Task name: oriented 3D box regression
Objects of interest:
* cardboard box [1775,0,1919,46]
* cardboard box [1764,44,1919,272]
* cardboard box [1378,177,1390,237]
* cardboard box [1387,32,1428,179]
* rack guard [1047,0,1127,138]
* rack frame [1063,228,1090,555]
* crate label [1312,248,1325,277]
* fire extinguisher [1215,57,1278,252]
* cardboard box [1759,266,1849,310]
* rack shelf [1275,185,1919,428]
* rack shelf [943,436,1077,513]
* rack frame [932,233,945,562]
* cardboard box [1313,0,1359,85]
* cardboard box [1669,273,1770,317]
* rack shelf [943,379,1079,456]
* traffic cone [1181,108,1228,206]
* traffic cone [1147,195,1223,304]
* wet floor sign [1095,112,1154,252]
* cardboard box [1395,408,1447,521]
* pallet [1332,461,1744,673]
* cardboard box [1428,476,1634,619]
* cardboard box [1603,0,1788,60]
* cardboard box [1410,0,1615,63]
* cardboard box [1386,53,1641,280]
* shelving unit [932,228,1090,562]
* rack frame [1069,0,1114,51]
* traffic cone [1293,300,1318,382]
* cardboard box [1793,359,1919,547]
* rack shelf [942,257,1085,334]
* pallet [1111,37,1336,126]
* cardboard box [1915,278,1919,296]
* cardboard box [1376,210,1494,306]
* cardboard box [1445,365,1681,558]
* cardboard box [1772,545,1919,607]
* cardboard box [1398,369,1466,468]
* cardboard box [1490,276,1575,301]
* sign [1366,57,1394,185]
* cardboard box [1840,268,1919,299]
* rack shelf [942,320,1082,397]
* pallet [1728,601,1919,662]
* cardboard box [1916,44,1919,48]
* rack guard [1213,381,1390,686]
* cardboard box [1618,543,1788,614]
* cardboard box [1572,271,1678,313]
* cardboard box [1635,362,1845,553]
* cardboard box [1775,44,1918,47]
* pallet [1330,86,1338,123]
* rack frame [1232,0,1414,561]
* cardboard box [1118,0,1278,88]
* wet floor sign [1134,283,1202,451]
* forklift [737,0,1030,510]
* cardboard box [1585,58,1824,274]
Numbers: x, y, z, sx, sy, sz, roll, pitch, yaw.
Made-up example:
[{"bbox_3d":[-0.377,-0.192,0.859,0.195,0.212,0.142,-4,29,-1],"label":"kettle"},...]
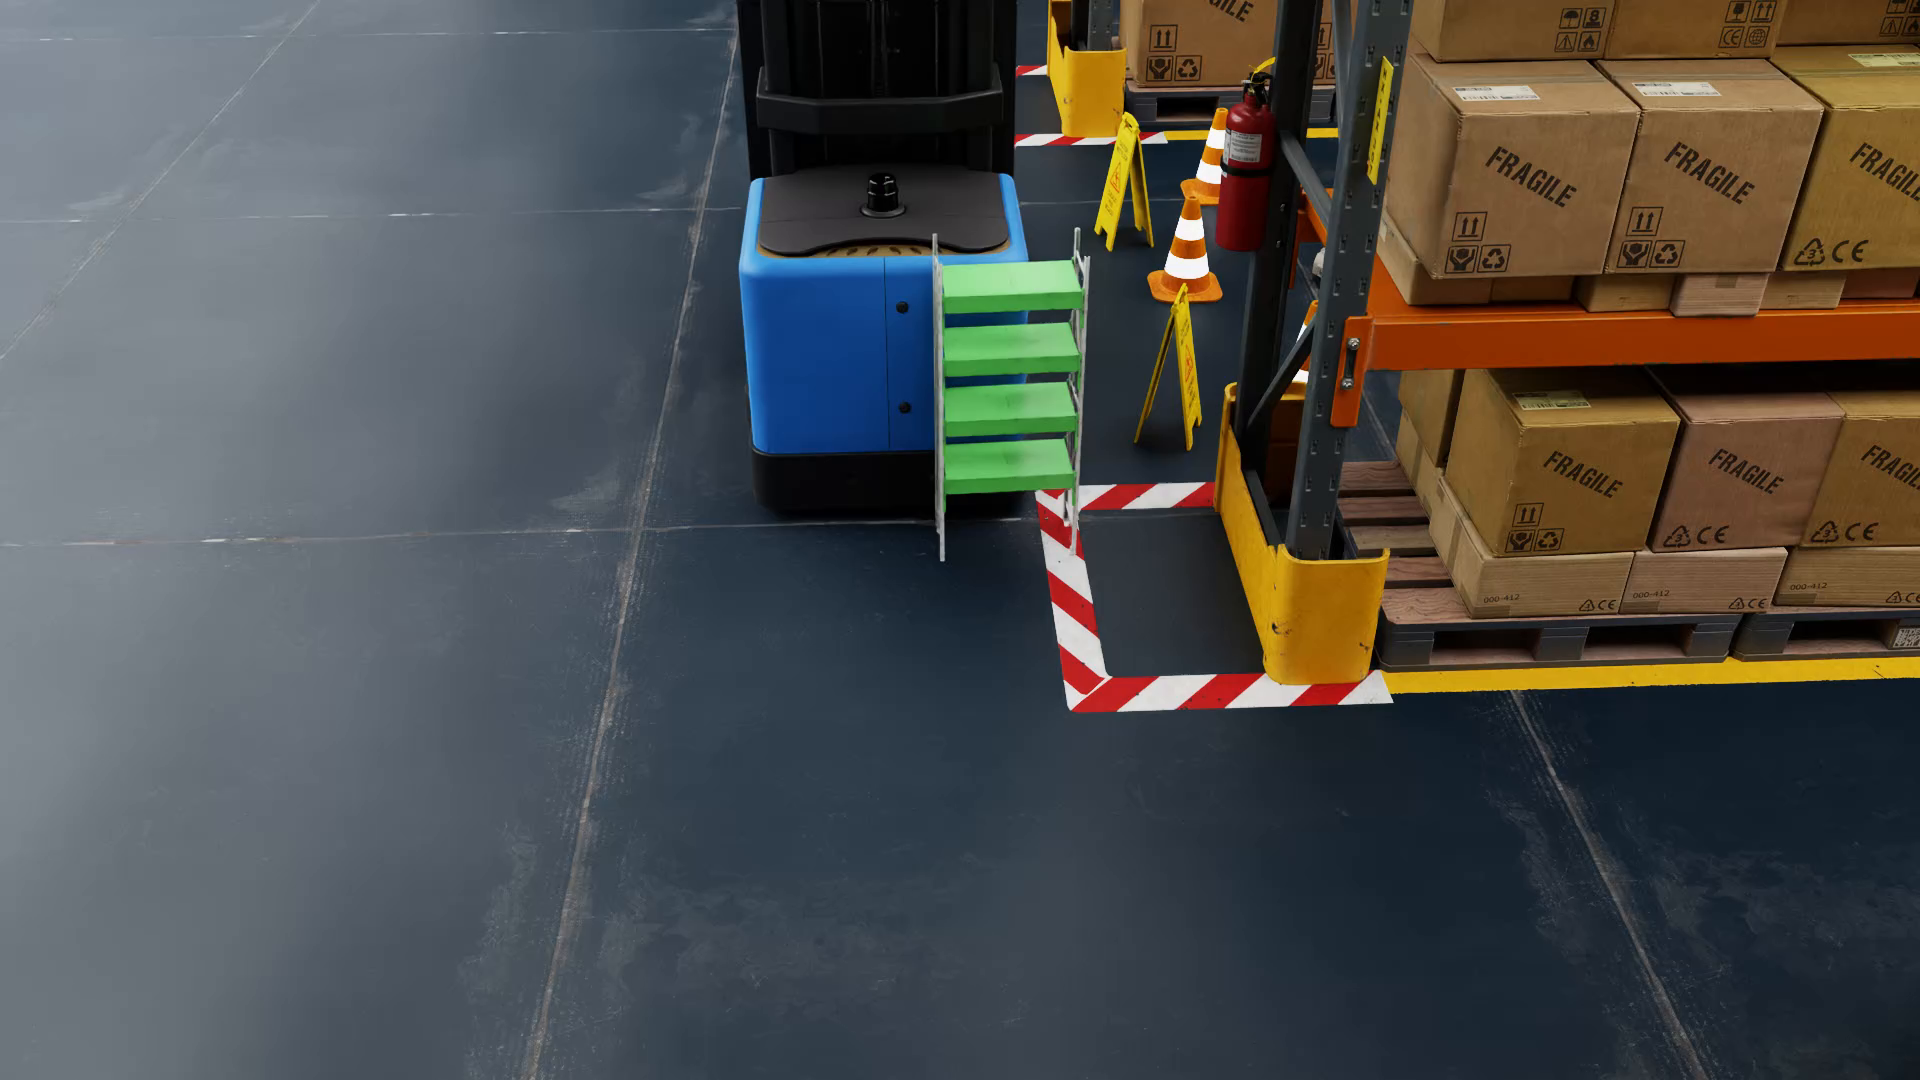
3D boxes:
[{"bbox_3d":[2.615,-1.876,5.097,0.500,0.500,0.700,-2,35,-3],"label":"cardboard box"},{"bbox_3d":[2.617,-1.131,4.899,0.500,0.500,0.500,-2,35,-3],"label":"cardboard box"},{"bbox_3d":[1.468,-1.110,5.439,0.250,0.149,0.380,0,35,-1],"label":"cardboard box"},{"bbox_3d":[1.634,-1.417,5.312,0.500,0.500,0.500,-2,35,-3],"label":"cardboard box"},{"bbox_3d":[0.745,-2.864,9.950,0.348,0.500,1.175,-2,35,-2],"label":"rack guard"},{"bbox_3d":[0.411,-0.505,5.925,0.015,1.200,0.240,-3,35,-4],"label":"rack frame"},{"bbox_3d":[1.863,-1.328,8.048,0.298,0.136,0.250,-20,39,-26],"label":"crate label"},{"bbox_3d":[0.968,-1.309,5.573,0.183,0.674,0.296,-2,35,-2],"label":"fire extinguisher"},{"bbox_3d":[2.487,-0.853,5.067,0.250,0.149,0.380,-1,35,-1],"label":"cardboard box"},{"bbox_3d":[3.102,-0.840,5.460,4.000,0.370,1.077,-2,35,-2],"label":"rack shelf"},{"bbox_3d":[0.168,-0.242,6.080,0.480,0.148,0.258,-3,35,-4],"label":"rack shelf"},{"bbox_3d":[-0.075,-0.479,5.888,0.015,1.200,0.240,-3,35,-4],"label":"rack frame"},{"bbox_3d":[2.322,-3.273,9.841,0.875,0.875,0.875,-2,35,-3],"label":"cardboard box"},{"bbox_3d":[2.230,-0.827,5.029,0.250,0.149,0.380,-1,35,-1],"label":"cardboard box"},{"bbox_3d":[0.168,-0.440,5.943,0.480,0.148,0.258,-3,35,-4],"label":"rack shelf"},{"bbox_3d":[1.367,-2.057,8.815,0.334,0.463,0.336,-2,35,-2],"label":"traffic cone"},{"bbox_3d":[1.081,-1.405,7.874,0.334,0.463,0.336,-2,35,-2],"label":"traffic cone"},{"bbox_3d":[0.834,-1.799,8.282,0.232,0.644,0.267,-7,35,-10],"label":"wet floor sign"},{"bbox_3d":[1.923,-0.299,6.094,0.500,0.250,0.500,-2,35,-2],"label":"cardboard box"},{"bbox_3d":[1.994,0.061,5.976,1.213,0.211,1.003,-2,35,-2],"label":"pallet"},{"bbox_3d":[1.923,0.012,5.645,0.500,0.250,0.500,-2,35,-3],"label":"cardboard box"},{"bbox_3d":[2.110,-1.804,4.993,0.500,0.500,0.700,-1,35,-2],"label":"cardboard box"},{"bbox_3d":[1.605,-1.794,4.979,0.500,0.500,0.700,-2,35,-3],"label":"cardboard box"},{"bbox_3d":[1.591,-1.100,4.855,0.500,0.500,0.500,-2,35,-3],"label":"cardboard box"},{"bbox_3d":[0.168,-0.492,5.907,0.503,1.200,0.258,-3,35,-4],"label":"shelving unit"},{"bbox_3d":[0.769,-3.893,9.239,0.127,3.000,1.000,-2,35,-2],"label":"rack frame"},{"bbox_3d":[1.473,-0.784,6.976,0.334,0.463,0.336,-2,35,-2],"label":"traffic cone"},{"bbox_3d":[2.971,-0.323,5.469,0.500,0.500,0.500,-1,35,-1],"label":"cardboard box"},{"bbox_3d":[0.168,-0.834,5.670,0.480,0.148,0.258,-3,35,-4],"label":"rack shelf"},{"bbox_3d":[1.564,-2.812,10.128,1.213,0.211,1.003,-2,35,-2],"label":"pallet"},{"bbox_3d":[3.012,-0.884,5.113,0.250,0.149,0.380,-2,35,-3],"label":"cardboard box"},{"bbox_3d":[1.454,-0.870,5.092,0.250,0.149,0.380,-1,35,-2],"label":"cardboard box"},{"bbox_3d":[1.947,-0.298,5.433,0.500,0.500,0.500,-3,35,-4],"label":"cardboard box"},{"bbox_3d":[2.978,-0.020,5.690,0.500,0.250,0.500,1,35,1],"label":"cardboard box"},{"bbox_3d":[1.893,-0.602,5.872,0.500,0.500,0.500,-1,35,-2],"label":"cardboard box"},{"bbox_3d":[1.705,-0.885,5.114,0.250,0.149,0.380,-1,35,-2],"label":"cardboard box"},{"bbox_3d":[1.130,-1.129,4.485,0.005,0.325,0.100,-2,35,-2],"label":"sign"},{"bbox_3d":[2.748,-0.894,5.127,0.250,0.149,0.380,0,35,-1],"label":"cardboard box"},{"bbox_3d":[0.168,-0.637,5.806,0.480,0.148,0.258,-3,35,-4],"label":"rack shelf"},{"bbox_3d":[3.209,0.030,6.022,1.213,0.211,1.003,-2,35,-2],"label":"pallet"},{"bbox_3d":[3.125,-1.149,4.925,0.500,0.500,0.500,-2,35,-3],"label":"cardboard box"},{"bbox_3d":[1.181,-0.056,5.892,0.348,0.500,1.175,-2,35,-2],"label":"rack guard"},{"bbox_3d":[2.434,0.002,5.658,0.500,0.250,0.500,0,35,-1],"label":"cardboard box"},{"bbox_3d":[1.974,-0.846,5.057,0.250,0.149,0.380,-3,35,-4],"label":"cardboard box"},{"bbox_3d":[2.469,-0.314,5.457,0.500,0.500,0.500,-3,35,-4],"label":"cardboard box"},{"bbox_3d":[2.634,-1.439,5.344,0.500,0.500,0.500,-2,35,-2],"label":"cardboard box"},{"bbox_3d":[2.780,-2.843,10.173,1.213,0.211,1.003,-2,35,-2],"label":"pallet"},{"bbox_3d":[1.105,-1.082,5.177,0.127,3.000,1.000,-2,35,-2],"label":"rack frame"},{"bbox_3d":[1.444,-3.248,9.805,0.875,0.875,0.875,-1,35,-2],"label":"cardboard box"},{"bbox_3d":[0.864,-0.717,6.719,0.232,0.644,0.267,10,36,14],"label":"wet floor sign"},{"bbox_3d":[-0.334,-2.131,6.754,1.130,2.935,3.031,-2,35,-2],"label":"forklift"},{"bbox_3d":[2.108,-1.116,4.878,0.500,0.500,0.500,-1,35,-1],"label":"cardboard box"}]
